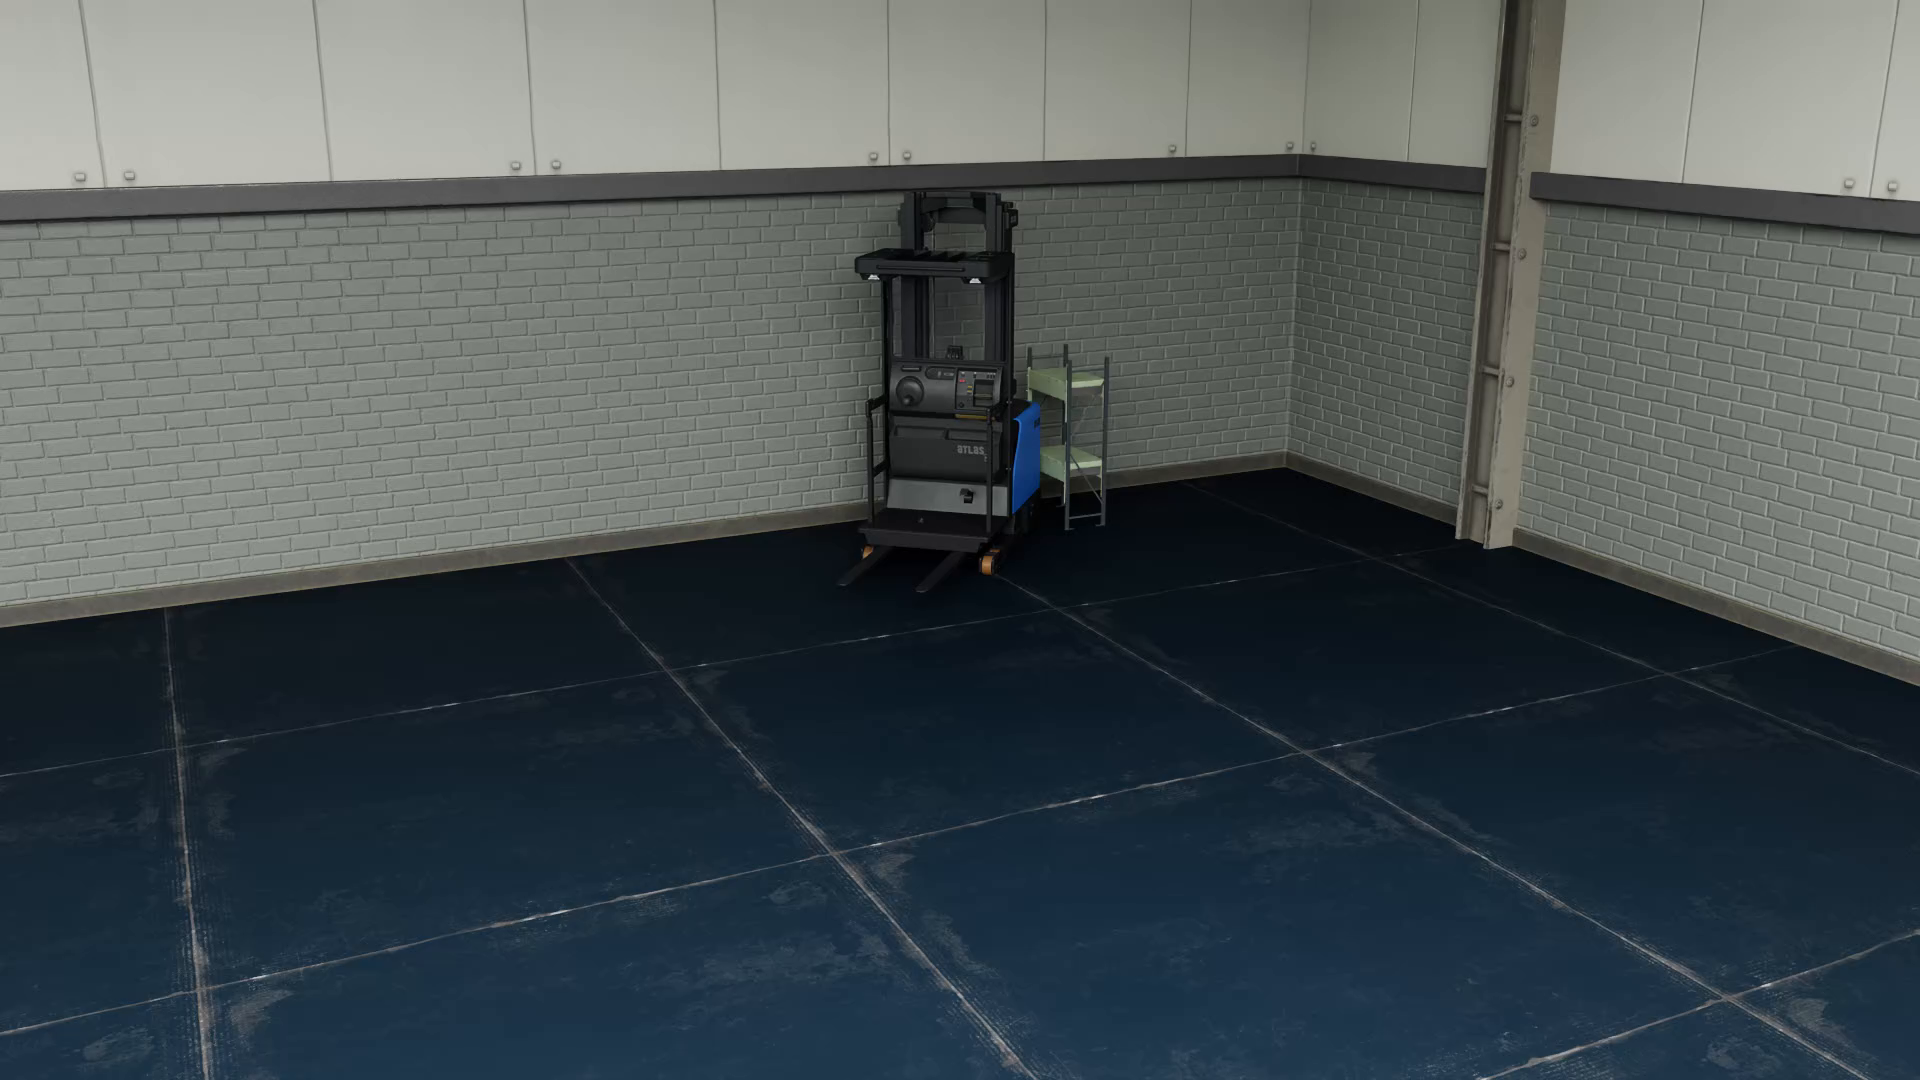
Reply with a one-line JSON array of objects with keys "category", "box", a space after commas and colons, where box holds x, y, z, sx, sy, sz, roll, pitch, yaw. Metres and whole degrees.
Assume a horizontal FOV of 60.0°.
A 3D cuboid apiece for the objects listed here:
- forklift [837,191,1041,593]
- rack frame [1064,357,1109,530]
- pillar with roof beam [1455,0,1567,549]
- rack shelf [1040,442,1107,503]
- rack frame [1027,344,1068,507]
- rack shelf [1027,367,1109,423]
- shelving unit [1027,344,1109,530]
[{"category": "forklift", "box": [-0.171, -1.242, 13.267, 1.130, 2.935, 3.031, 4, 17, 15]}, {"category": "rack frame", "box": [1.099, -0.832, 14.430, 0.400, 1.500, 0.023, -7, 18, -24]}, {"category": "pillar with roof beam", "box": [0.613, -3.794, 11.158, 9.100, 9.000, 0.400, -8, 18, -25]}, {"category": "rack shelf", "box": [0.942, -0.610, 14.838, 0.431, 0.370, 0.720, -7, 18, -24]}, {"category": "rack frame", "box": [0.786, -1.014, 15.066, 0.400, 1.500, 0.023, -7, 18, -24]}, {"category": "rack shelf", "box": [0.942, -1.298, 14.640, 0.431, 0.370, 0.720, -7, 18, -24]}, {"category": "shelving unit", "box": [0.942, -0.923, 14.748, 0.431, 1.500, 0.755, -7, 18, -24]}]
